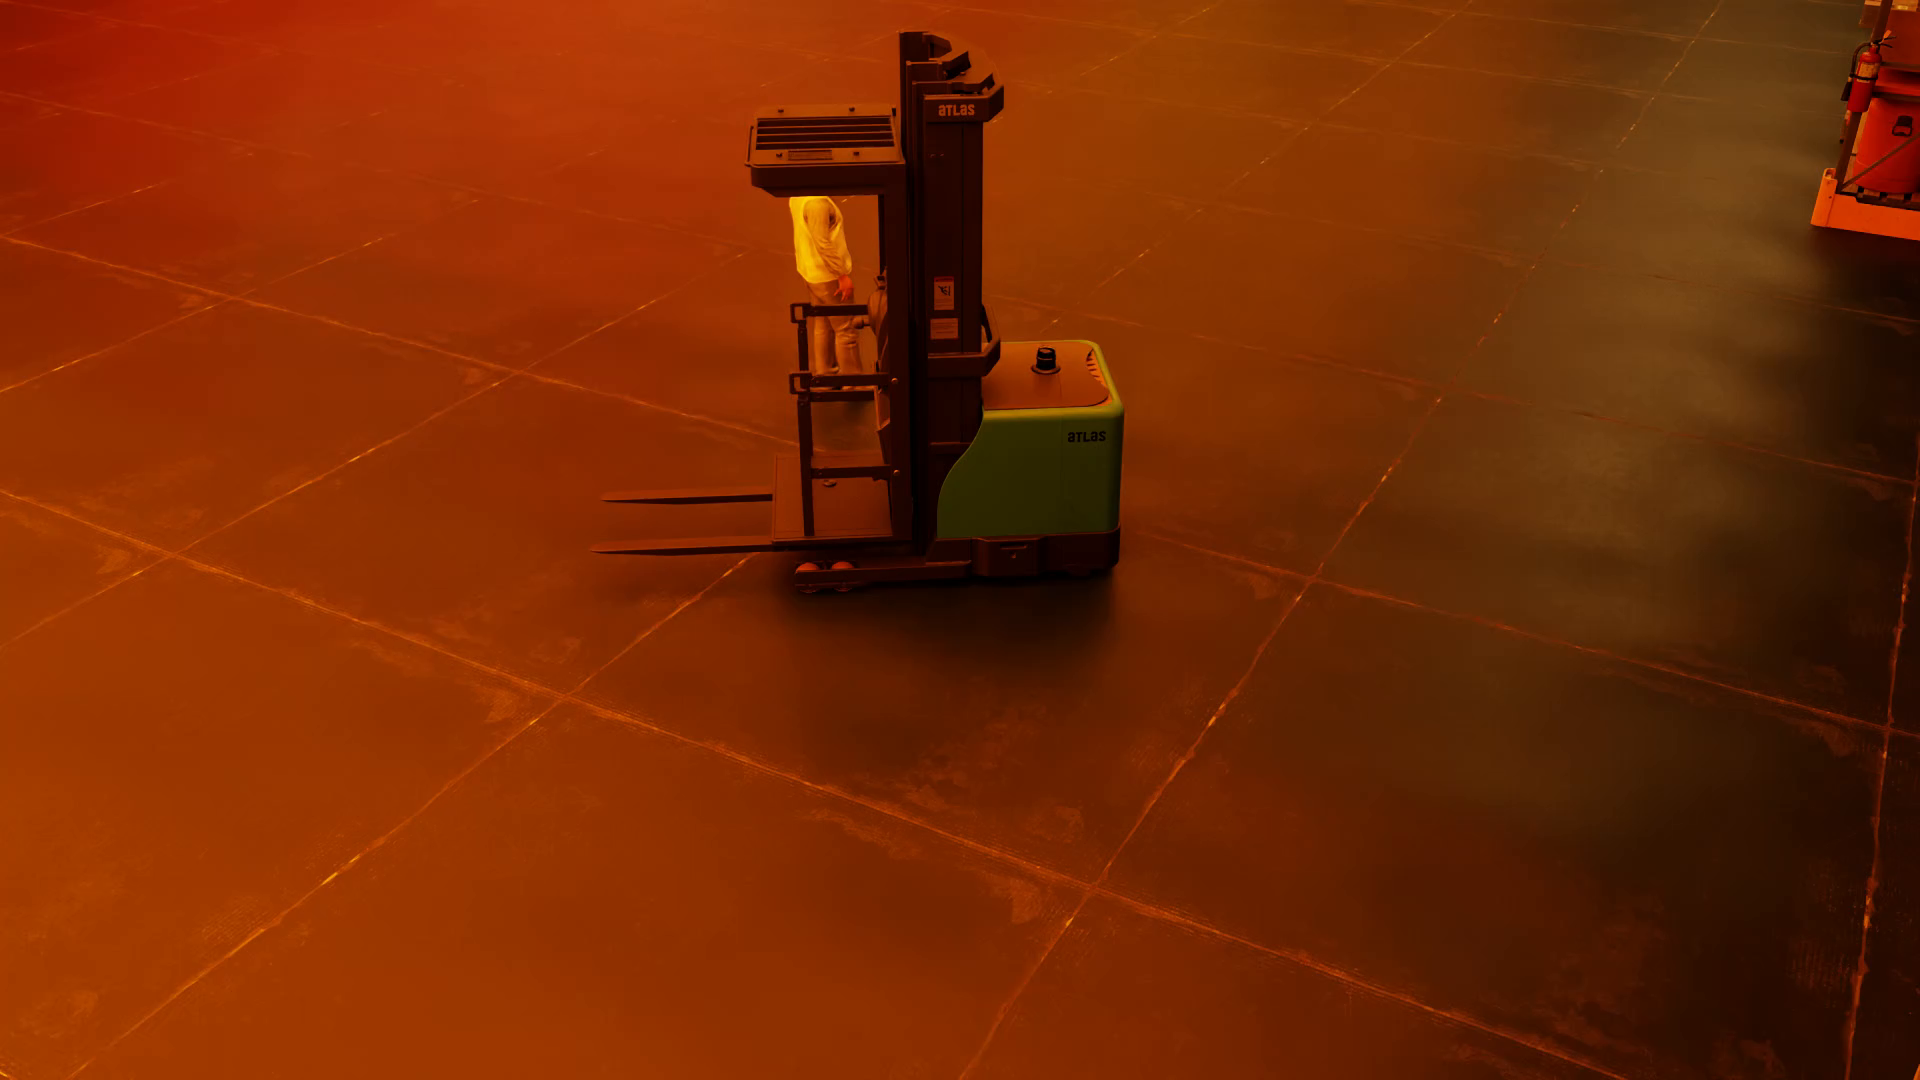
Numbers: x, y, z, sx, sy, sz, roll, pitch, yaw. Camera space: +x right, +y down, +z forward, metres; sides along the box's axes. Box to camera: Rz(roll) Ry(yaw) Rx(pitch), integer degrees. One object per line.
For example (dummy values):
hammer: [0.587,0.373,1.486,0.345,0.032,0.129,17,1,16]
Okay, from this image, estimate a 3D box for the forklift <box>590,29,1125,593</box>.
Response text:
forklift: [-0.623,-1.244,9.226,3.031,2.935,1.130,-2,30,-4]

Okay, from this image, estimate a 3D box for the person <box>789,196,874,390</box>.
person: [-0.851,-1.859,11.440,0.567,1.777,0.636,-12,32,-20]
